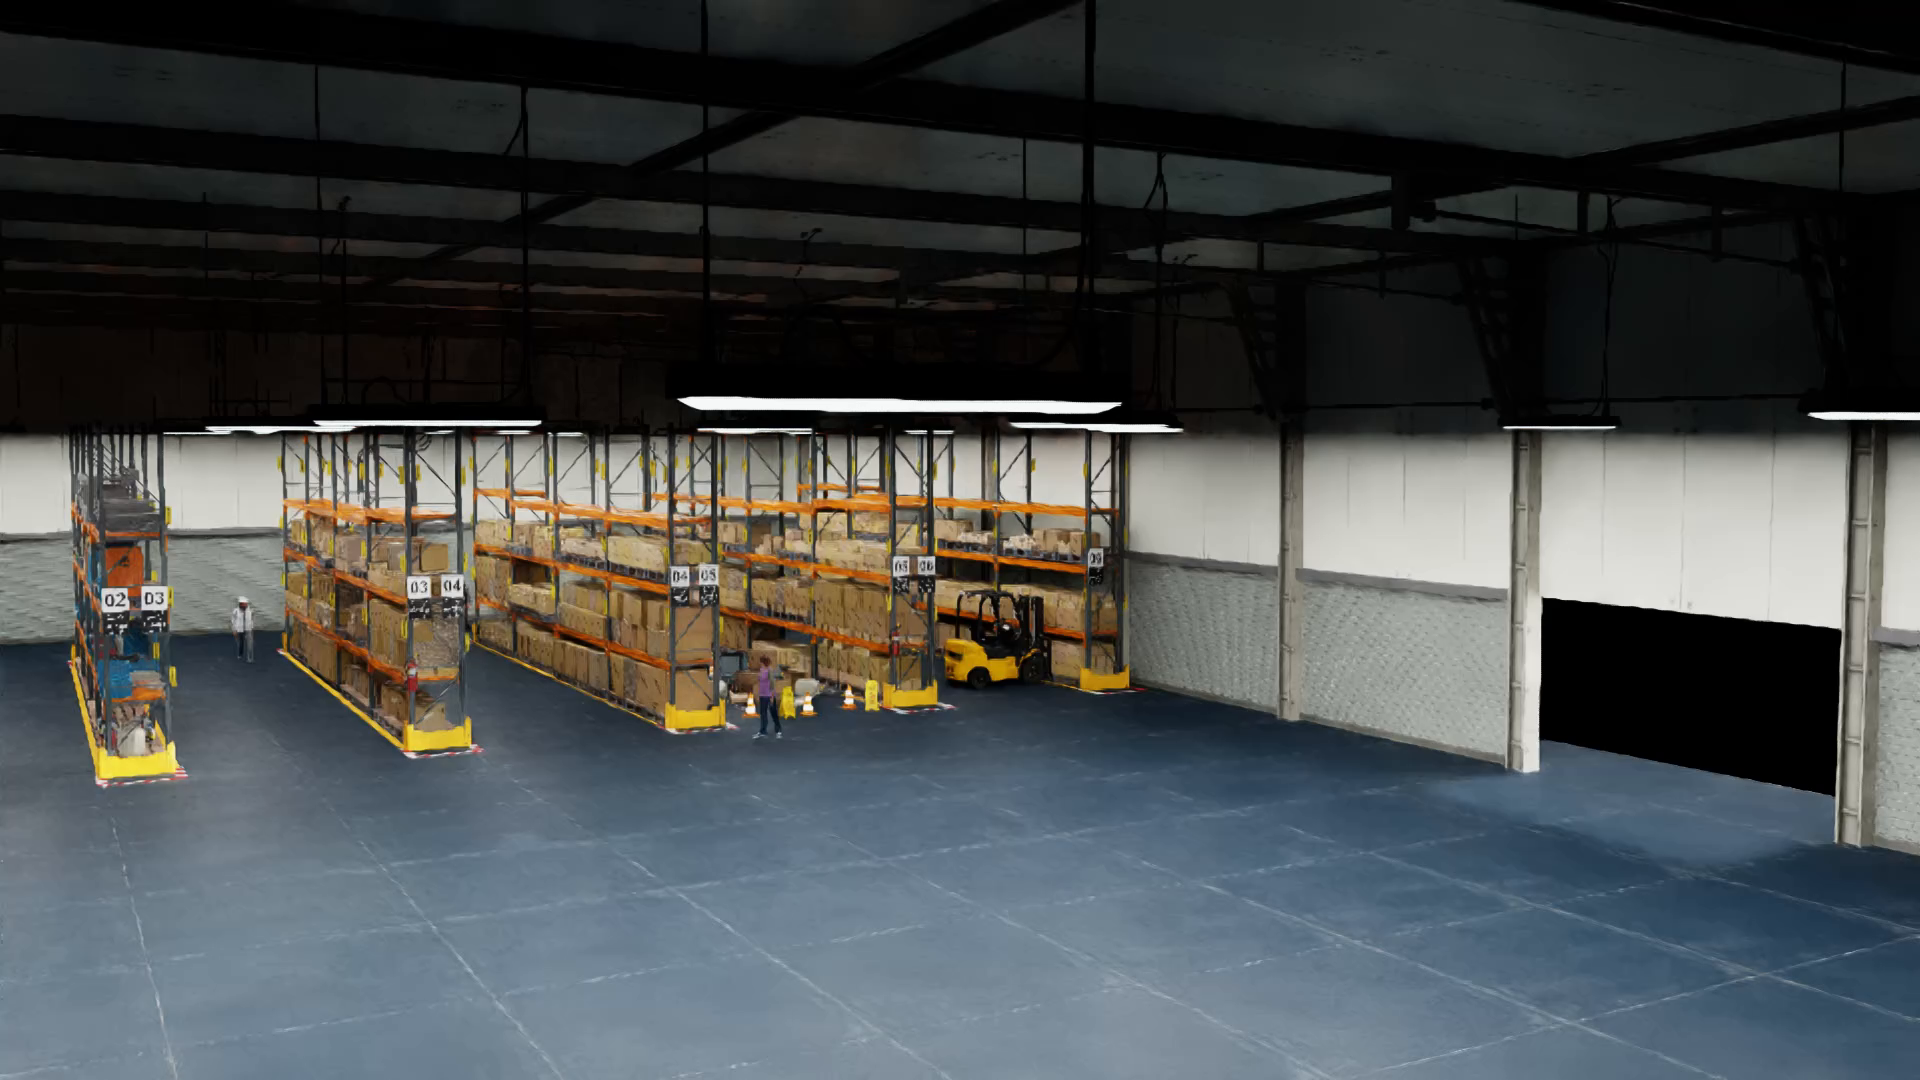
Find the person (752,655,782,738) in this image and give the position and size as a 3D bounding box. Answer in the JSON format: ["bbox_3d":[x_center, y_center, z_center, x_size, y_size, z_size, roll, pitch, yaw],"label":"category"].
[{"bbox_3d":[-3.644,2.970,31.626,0.478,1.596,0.526,-3,5,-41],"label":"person"}]

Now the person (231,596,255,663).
[{"bbox_3d":[-18.188,2.257,42.185,0.543,1.700,1.115,-2,4,-27],"label":"person"}]

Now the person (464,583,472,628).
[{"bbox_3d":[-14.771,1.858,49.181,0.574,1.669,0.955,-1,4,-8],"label":"person"}]
